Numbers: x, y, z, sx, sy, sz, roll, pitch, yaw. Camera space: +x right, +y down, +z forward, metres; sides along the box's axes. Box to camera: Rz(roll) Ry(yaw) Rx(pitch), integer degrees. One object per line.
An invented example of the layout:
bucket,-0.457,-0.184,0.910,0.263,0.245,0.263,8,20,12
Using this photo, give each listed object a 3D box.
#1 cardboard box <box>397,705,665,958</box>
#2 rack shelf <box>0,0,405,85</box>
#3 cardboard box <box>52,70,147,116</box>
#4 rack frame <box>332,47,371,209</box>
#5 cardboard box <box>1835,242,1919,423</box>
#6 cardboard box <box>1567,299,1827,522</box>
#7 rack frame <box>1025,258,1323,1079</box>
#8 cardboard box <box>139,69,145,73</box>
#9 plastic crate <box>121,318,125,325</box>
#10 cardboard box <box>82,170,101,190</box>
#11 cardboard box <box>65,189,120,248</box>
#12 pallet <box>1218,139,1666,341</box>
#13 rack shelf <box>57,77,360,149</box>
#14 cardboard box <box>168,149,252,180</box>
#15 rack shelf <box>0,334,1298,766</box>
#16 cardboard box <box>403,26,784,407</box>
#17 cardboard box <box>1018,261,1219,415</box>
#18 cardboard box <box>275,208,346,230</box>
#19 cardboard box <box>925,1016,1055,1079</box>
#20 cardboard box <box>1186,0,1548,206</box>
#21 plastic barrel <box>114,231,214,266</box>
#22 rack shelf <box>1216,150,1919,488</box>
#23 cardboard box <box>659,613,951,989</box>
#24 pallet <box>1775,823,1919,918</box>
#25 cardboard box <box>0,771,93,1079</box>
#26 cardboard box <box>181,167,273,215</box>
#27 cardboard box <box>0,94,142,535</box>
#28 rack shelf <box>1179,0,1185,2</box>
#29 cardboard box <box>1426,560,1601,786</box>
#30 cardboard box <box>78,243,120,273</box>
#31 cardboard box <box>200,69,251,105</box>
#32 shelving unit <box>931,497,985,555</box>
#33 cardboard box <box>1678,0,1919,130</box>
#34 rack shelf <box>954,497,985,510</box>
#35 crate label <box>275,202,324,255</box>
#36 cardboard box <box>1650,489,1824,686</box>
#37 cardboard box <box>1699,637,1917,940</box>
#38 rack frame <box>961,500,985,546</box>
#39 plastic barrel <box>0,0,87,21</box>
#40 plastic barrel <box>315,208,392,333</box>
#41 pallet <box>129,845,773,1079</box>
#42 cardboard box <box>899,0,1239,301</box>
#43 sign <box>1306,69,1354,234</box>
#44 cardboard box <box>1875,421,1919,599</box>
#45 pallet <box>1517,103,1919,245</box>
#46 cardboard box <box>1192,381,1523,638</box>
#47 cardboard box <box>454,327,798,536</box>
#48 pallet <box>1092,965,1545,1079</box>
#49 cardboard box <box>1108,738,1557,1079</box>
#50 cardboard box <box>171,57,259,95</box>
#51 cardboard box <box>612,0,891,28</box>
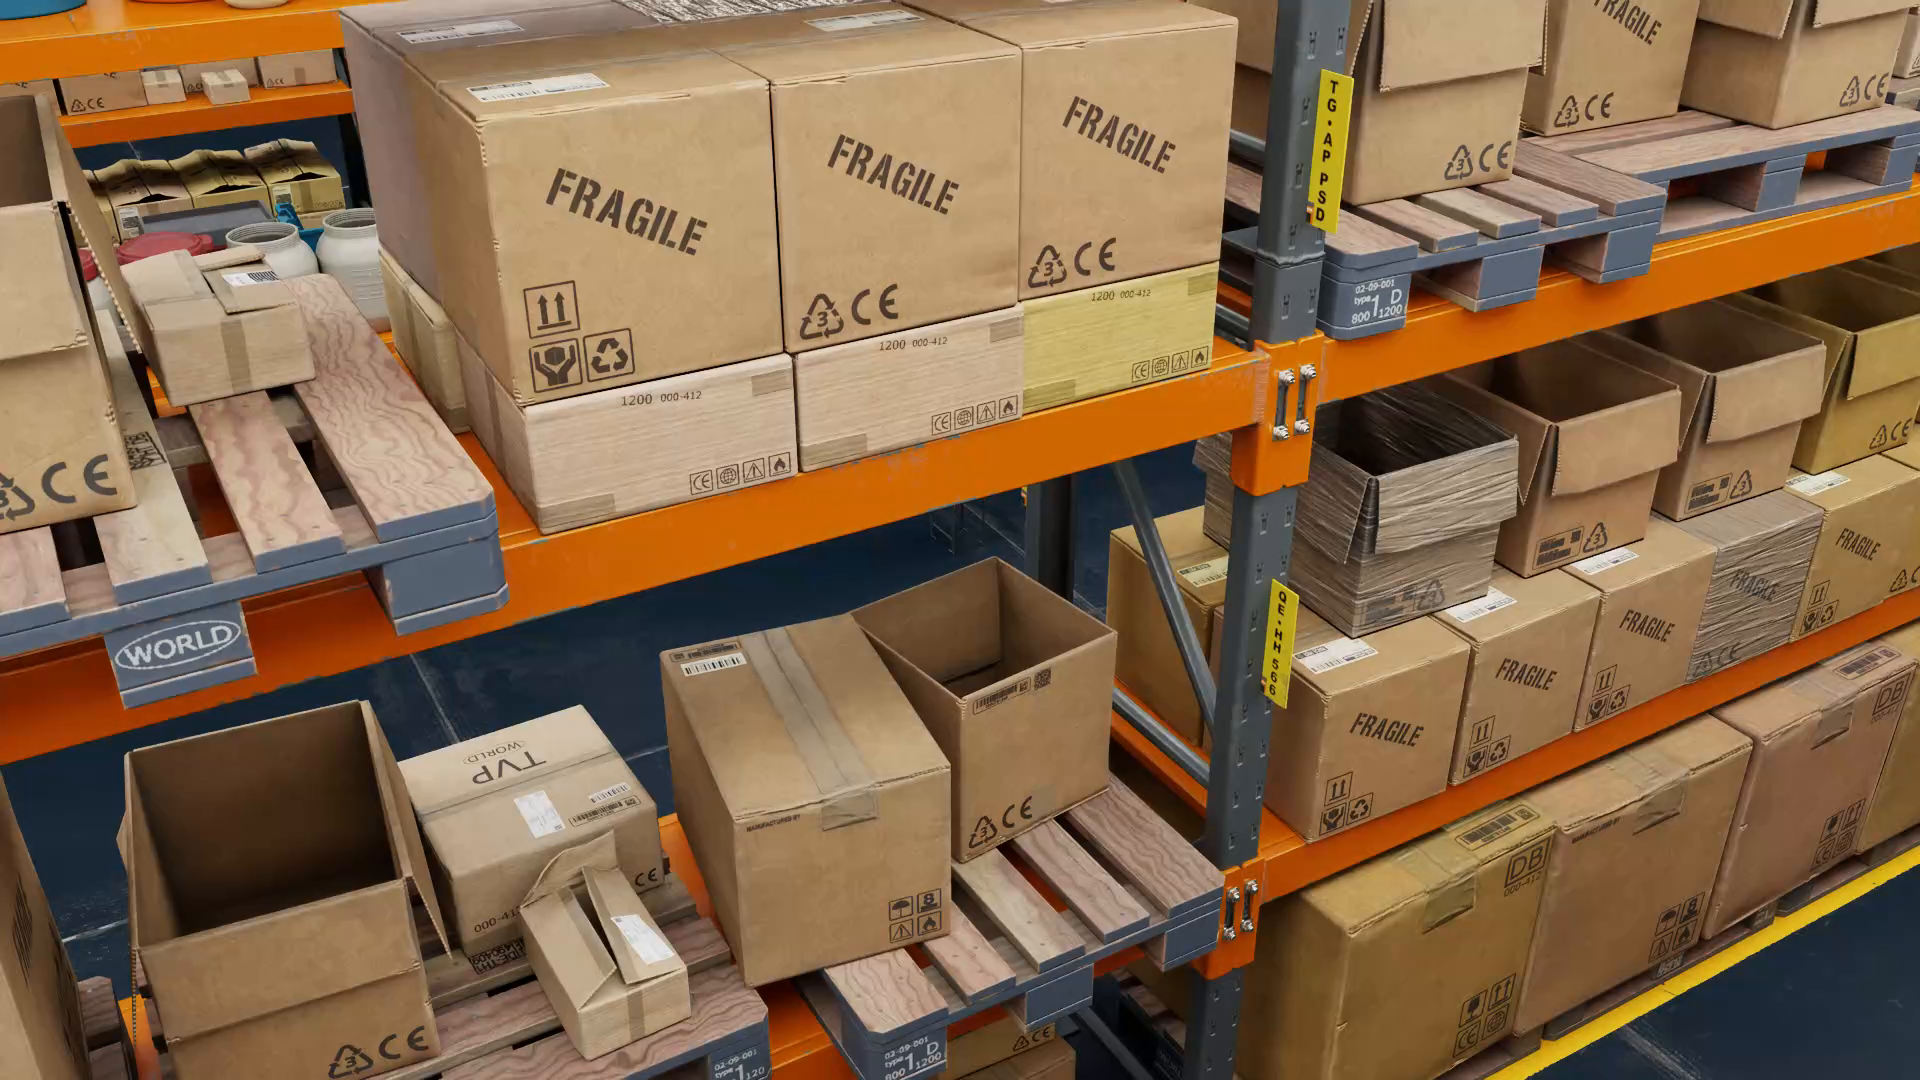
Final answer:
cardboard box,-1.066,0.700,4.098,0.500,0.250,0.500,-17,33,-28
rack shelf,-3.738,-2.068,7.033,4.000,0.370,1.077,-16,33,-26
cardboard box,-5.958,-3.250,11.432,0.500,0.500,0.500,-18,34,-29
rack frame,-4.520,-3.624,12.212,0.127,3.000,1.000,-16,33,-26
cardboard box,3.398,-0.799,5.951,0.637,0.503,0.797,-17,33,-28
cardboard box,2.272,-0.477,5.368,0.637,0.503,0.797,-15,32,-25
rack frame,0.495,0.504,4.733,0.127,3.000,1.000,-16,33,-26
cardboard box,-8.130,-4.509,15.948,0.500,0.500,0.700,-16,33,-26
plastic crate,-4.104,-1.032,7.734,0.662,0.188,0.450,-16,33,-26
cardboard box,-6.453,-2.462,11.937,0.500,0.311,0.500,-16,33,-27
cardboard box,-6.161,-2.245,11.544,0.500,0.311,0.500,-15,32,-25
pallet,1.024,-0.907,4.379,1.003,0.211,1.213,-14,32,-24
rack shelf,-6.244,-2.819,11.499,4.000,0.370,1.077,-16,33,-26
cardboard box,-5.569,-2.712,12.390,0.500,0.311,0.500,-17,33,-28
rack shelf,-1.229,-0.005,3.295,4.000,0.370,1.077,-16,33,-26
cardboard box,-0.660,-0.606,3.019,0.500,0.500,0.500,-15,32,-25
cardboard box,0.210,-0.525,3.648,0.500,0.250,0.500,-16,33,-26
cardboard box,-4.850,-2.374,12.358,0.500,0.250,0.500,-15,32,-25
cardboard box,-0.067,1.254,4.729,0.500,0.250,0.500,-14,32,-24
cardboard box,0.985,-1.218,4.207,0.637,0.503,0.797,-14,32,-23
plastic barrel,-3.521,-1.068,7.441,0.433,0.535,0.433,0,29,0
rack shelf,2.220,-0.984,5.069,4.000,0.370,1.077,-16,33,-26
cardboard box,-0.381,0.603,4.014,0.500,0.500,0.700,-11,31,-19
pallet,3.317,0.966,6.782,1.213,0.211,1.003,-16,33,-26
cardboard box,-2.197,0.900,2.959,1.000,1.000,1.000,-16,33,-26
cardboard box,-5.292,-2.489,11.986,0.500,0.311,0.500,-16,33,-27
cardboard box,-1.686,-0.364,2.660,0.637,0.503,0.797,-14,32,-24
rack shelf,0.653,-4.778,15.047,4.000,0.370,1.077,-16,33,-26
cardboard box,1.496,0.327,4.949,0.500,0.500,0.500,-17,33,-28
cardboard box,-6.170,-1.997,11.675,0.500,0.250,0.500,-15,32,-25
cardboard box,-5.155,-3.179,11.665,0.250,0.149,0.380,-16,33,-26
shelving unit,-0.012,-0.522,8.454,0.189,1.200,0.258,-16,33,-26
cardboard box,2.246,-1.548,4.804,0.637,0.503,0.797,-16,33,-27
rack shelf,-0.012,-0.273,8.591,0.180,0.103,0.258,-16,33,-26
crate label,-3.007,-1.445,8.226,0.616,0.435,0.502,-16,33,-26
cardboard box,2.368,0.079,5.399,0.500,0.500,0.500,-16,33,-26
cardboard box,2.632,0.655,6.223,0.875,0.875,1.225,-17,33,-28
rack frame,0.066,-0.544,8.494,0.006,1.200,0.240,-16,33,-26
plastic barrel,-4.006,-2.648,6.821,0.708,0.901,0.600,-16,33,-26
plastic barrel,-2.793,-1.268,7.827,0.421,0.512,0.421,0,29,0
pallet,-1.191,1.089,3.870,1.213,0.211,1.003,-16,33,-26
cardboard box,0.211,-0.851,3.463,0.500,0.500,0.500,-15,32,-25
sign,0.769,-0.809,3.473,0.005,0.325,0.100,-16,33,-26
cardboard box,3.249,-0.173,5.855,0.500,0.500,0.500,-15,32,-25
pallet,1.986,-1.182,4.878,1.213,0.211,1.003,-14,32,-24
cardboard box,1.134,-0.151,4.778,0.637,0.503,0.797,-15,32,-25
cardboard box,-0.645,-0.277,3.197,0.500,0.250,0.500,-15,32,-25
pallet,1.213,1.563,5.699,1.213,0.211,1.003,-16,33,-26
cardboard box,1.101,1.090,5.435,0.875,0.875,1.225,-17,33,-29
cardboard box,-5.389,-3.447,11.983,0.500,0.311,0.500,-16,33,-27
cardboard box,-0.479,-0.942,3.627,0.500,0.500,0.500,-16,33,-26
